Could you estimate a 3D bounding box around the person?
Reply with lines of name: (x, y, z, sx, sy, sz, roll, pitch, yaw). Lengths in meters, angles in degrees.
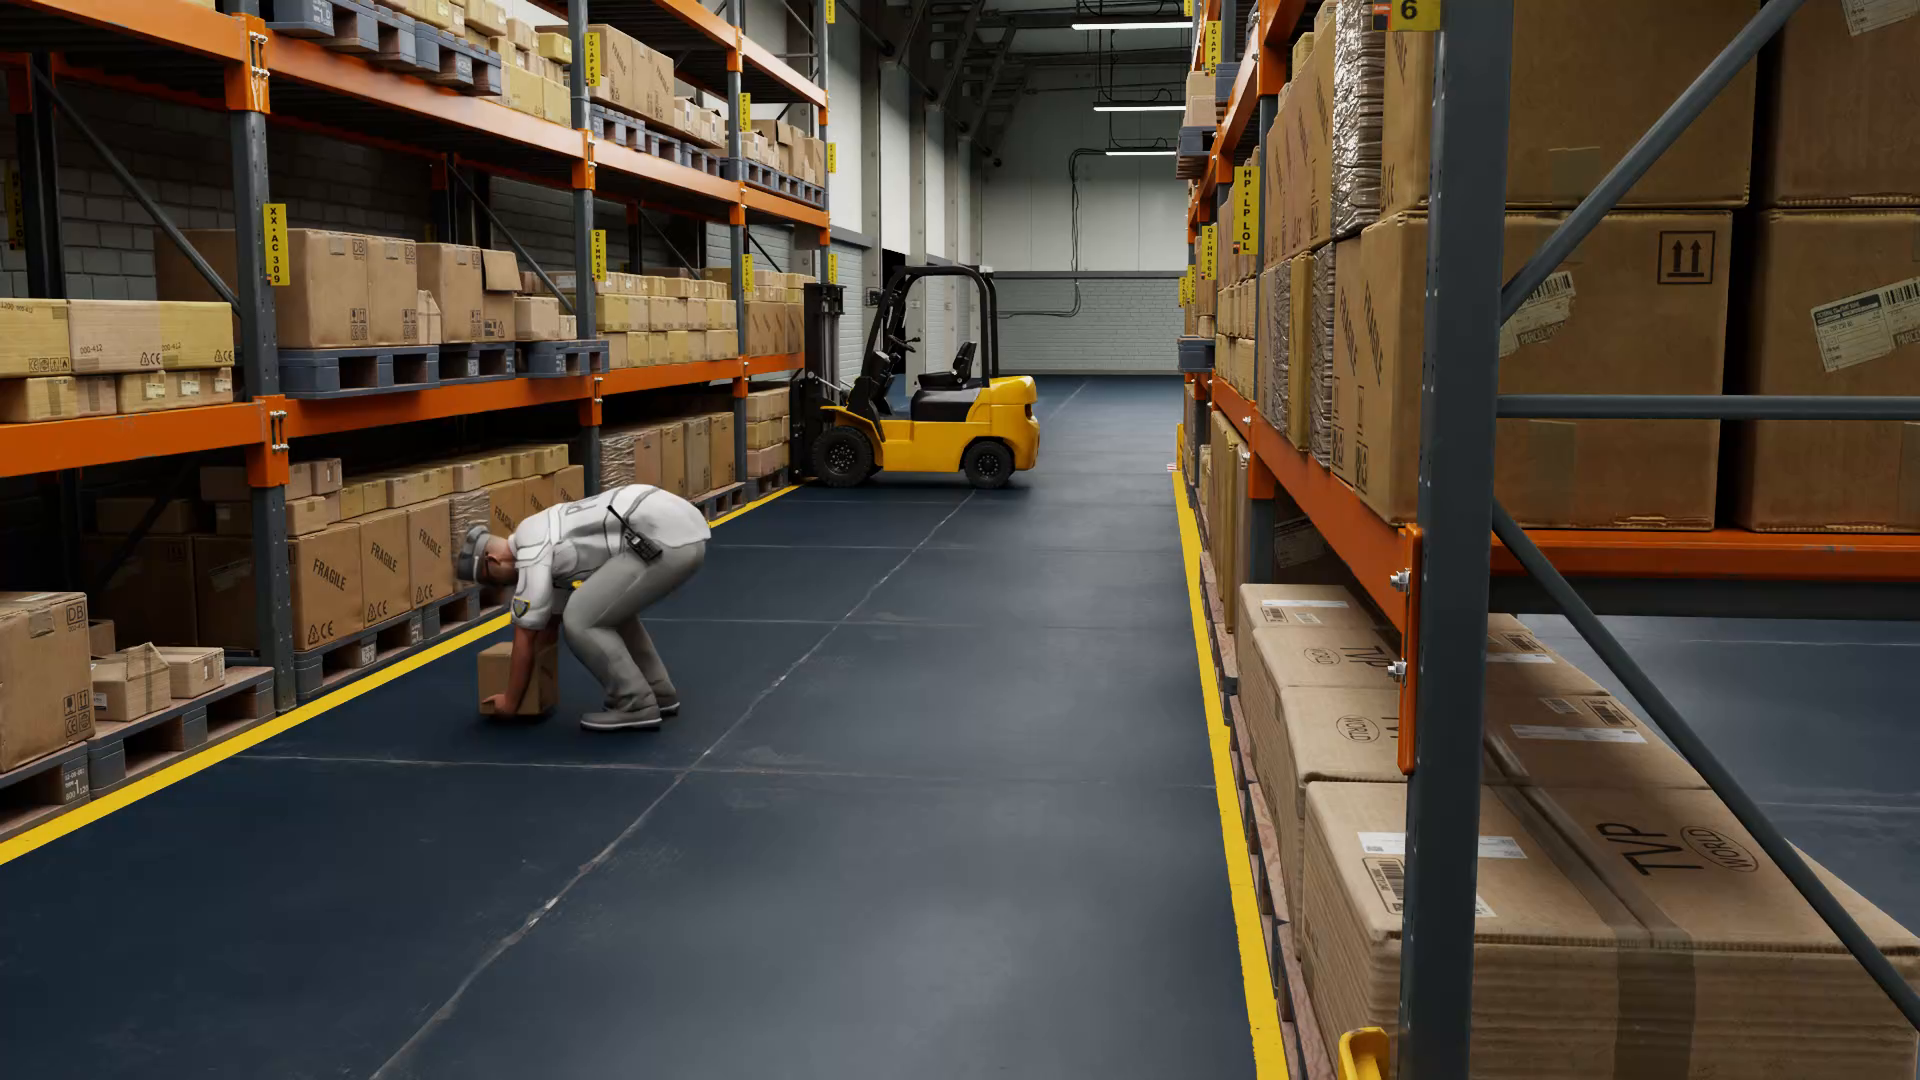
person: (-1.532, 0.262, 6.779, 1.021, 0.967, 0.538, 0, 8, 3)
